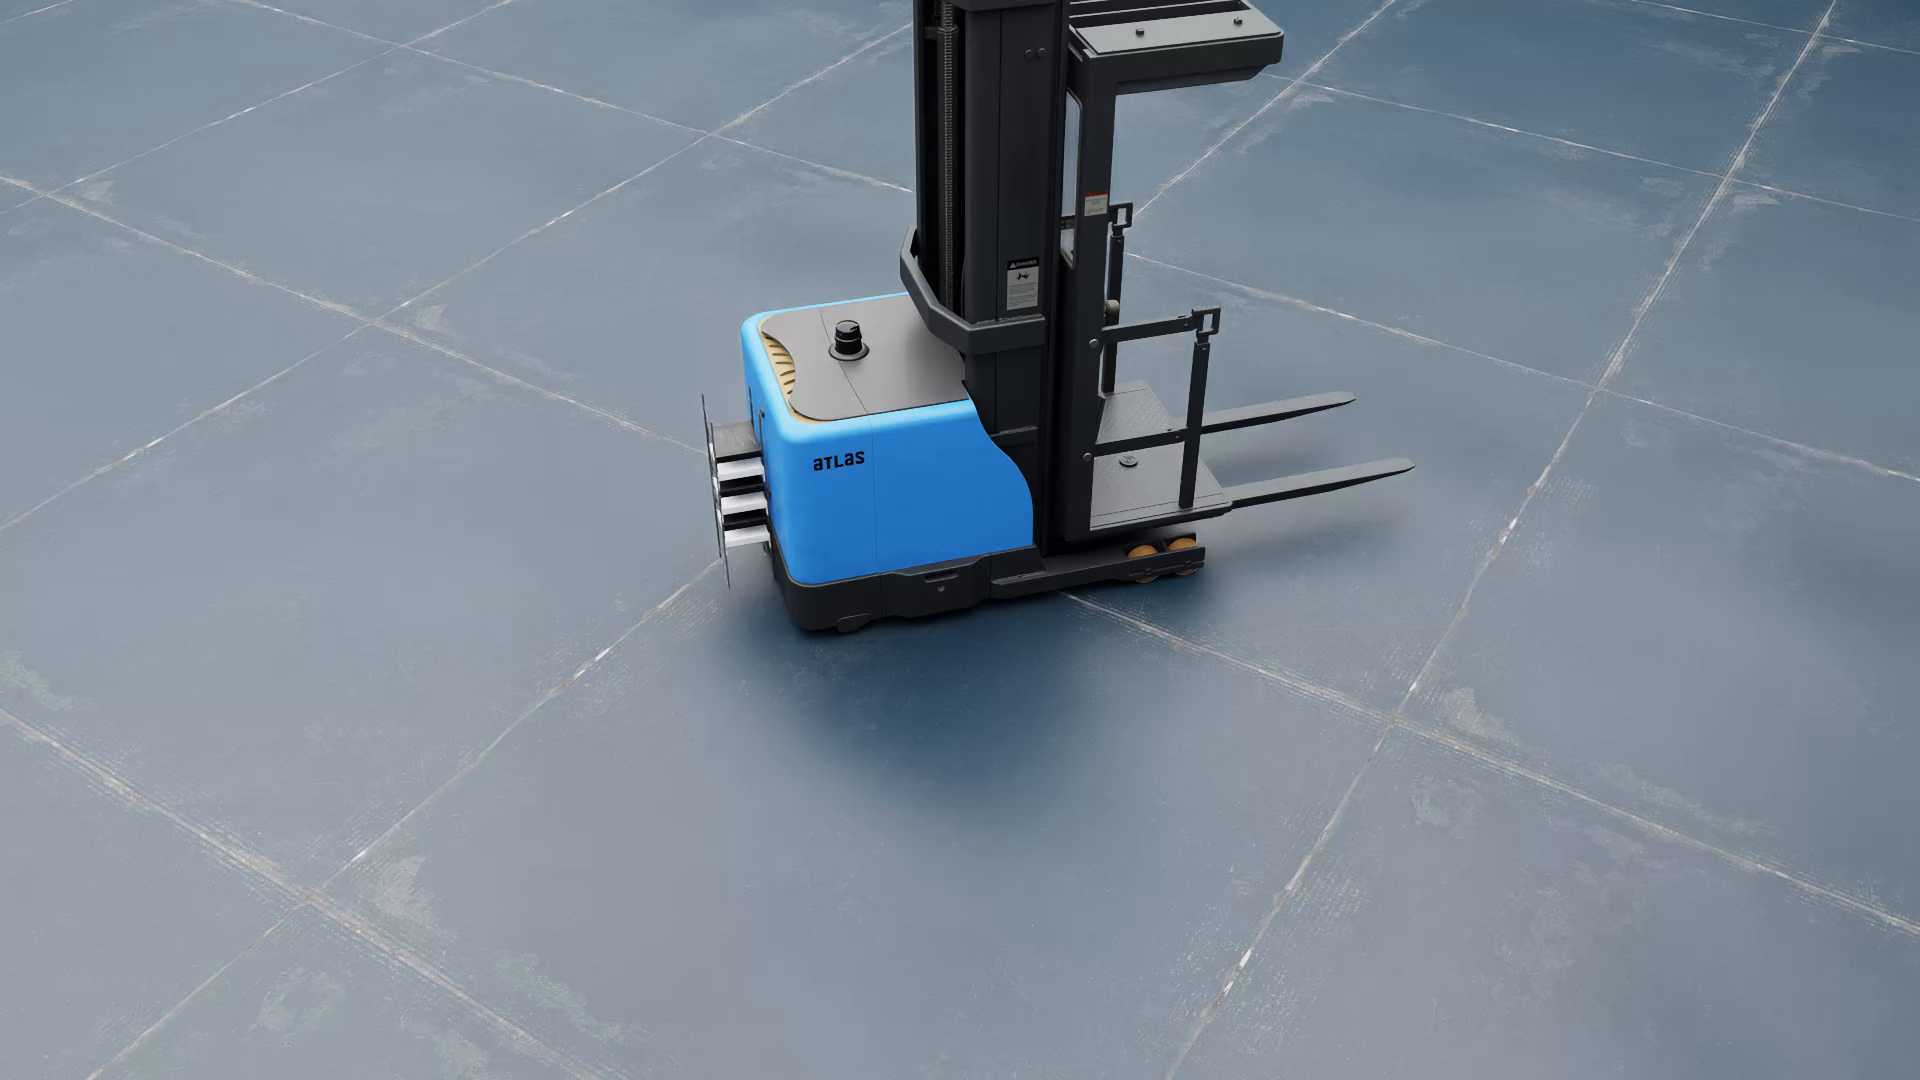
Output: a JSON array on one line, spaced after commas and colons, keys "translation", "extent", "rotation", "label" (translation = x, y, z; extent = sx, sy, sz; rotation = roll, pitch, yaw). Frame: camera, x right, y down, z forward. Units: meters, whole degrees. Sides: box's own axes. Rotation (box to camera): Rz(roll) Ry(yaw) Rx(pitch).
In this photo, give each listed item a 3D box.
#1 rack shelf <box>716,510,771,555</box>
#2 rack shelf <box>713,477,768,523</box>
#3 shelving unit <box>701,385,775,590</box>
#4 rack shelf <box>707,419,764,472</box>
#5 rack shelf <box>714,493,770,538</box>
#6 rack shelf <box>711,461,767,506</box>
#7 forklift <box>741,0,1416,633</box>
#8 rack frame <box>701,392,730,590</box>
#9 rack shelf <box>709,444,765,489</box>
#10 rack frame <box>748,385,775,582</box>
[{"translation": [-0.970, -0.052, 7.430], "extent": [0.200, 0.077, 0.258], "rotation": [-10, 39, -13], "label": "rack shelf"}, {"translation": [-0.970, -0.195, 7.320], "extent": [0.200, 0.077, 0.258], "rotation": [-10, 39, -13], "label": "rack shelf"}, {"translation": [-0.970, -0.221, 7.300], "extent": [0.210, 0.900, 0.258], "rotation": [-10, 39, -13], "label": "shelving unit"}, {"translation": [-0.970, -0.409, 7.156], "extent": [0.200, 0.077, 0.258], "rotation": [-10, 39, -13], "label": "rack shelf"}, {"translation": [-0.970, -0.124, 7.375], "extent": [0.200, 0.077, 0.258], "rotation": [-10, 39, -13], "label": "rack shelf"}, {"translation": [-0.970, -0.266, 7.266], "extent": [0.200, 0.077, 0.258], "rotation": [-10, 39, -13], "label": "rack shelf"}, {"translation": [0.605, -1.269, 6.996], "extent": [3.031, 2.935, 1.130], "rotation": [-10, 39, -13], "label": "forklift"}, {"translation": [-1.067, -0.204, 7.277], "extent": [0.006, 0.900, 0.240], "rotation": [-10, 39, -13], "label": "rack frame"}, {"translation": [-0.970, -0.338, 7.211], "extent": [0.200, 0.077, 0.258], "rotation": [-10, 39, -13], "label": "rack shelf"}, {"translation": [-0.872, -0.239, 7.323], "extent": [0.006, 0.900, 0.240], "rotation": [-10, 39, -13], "label": "rack frame"}]
